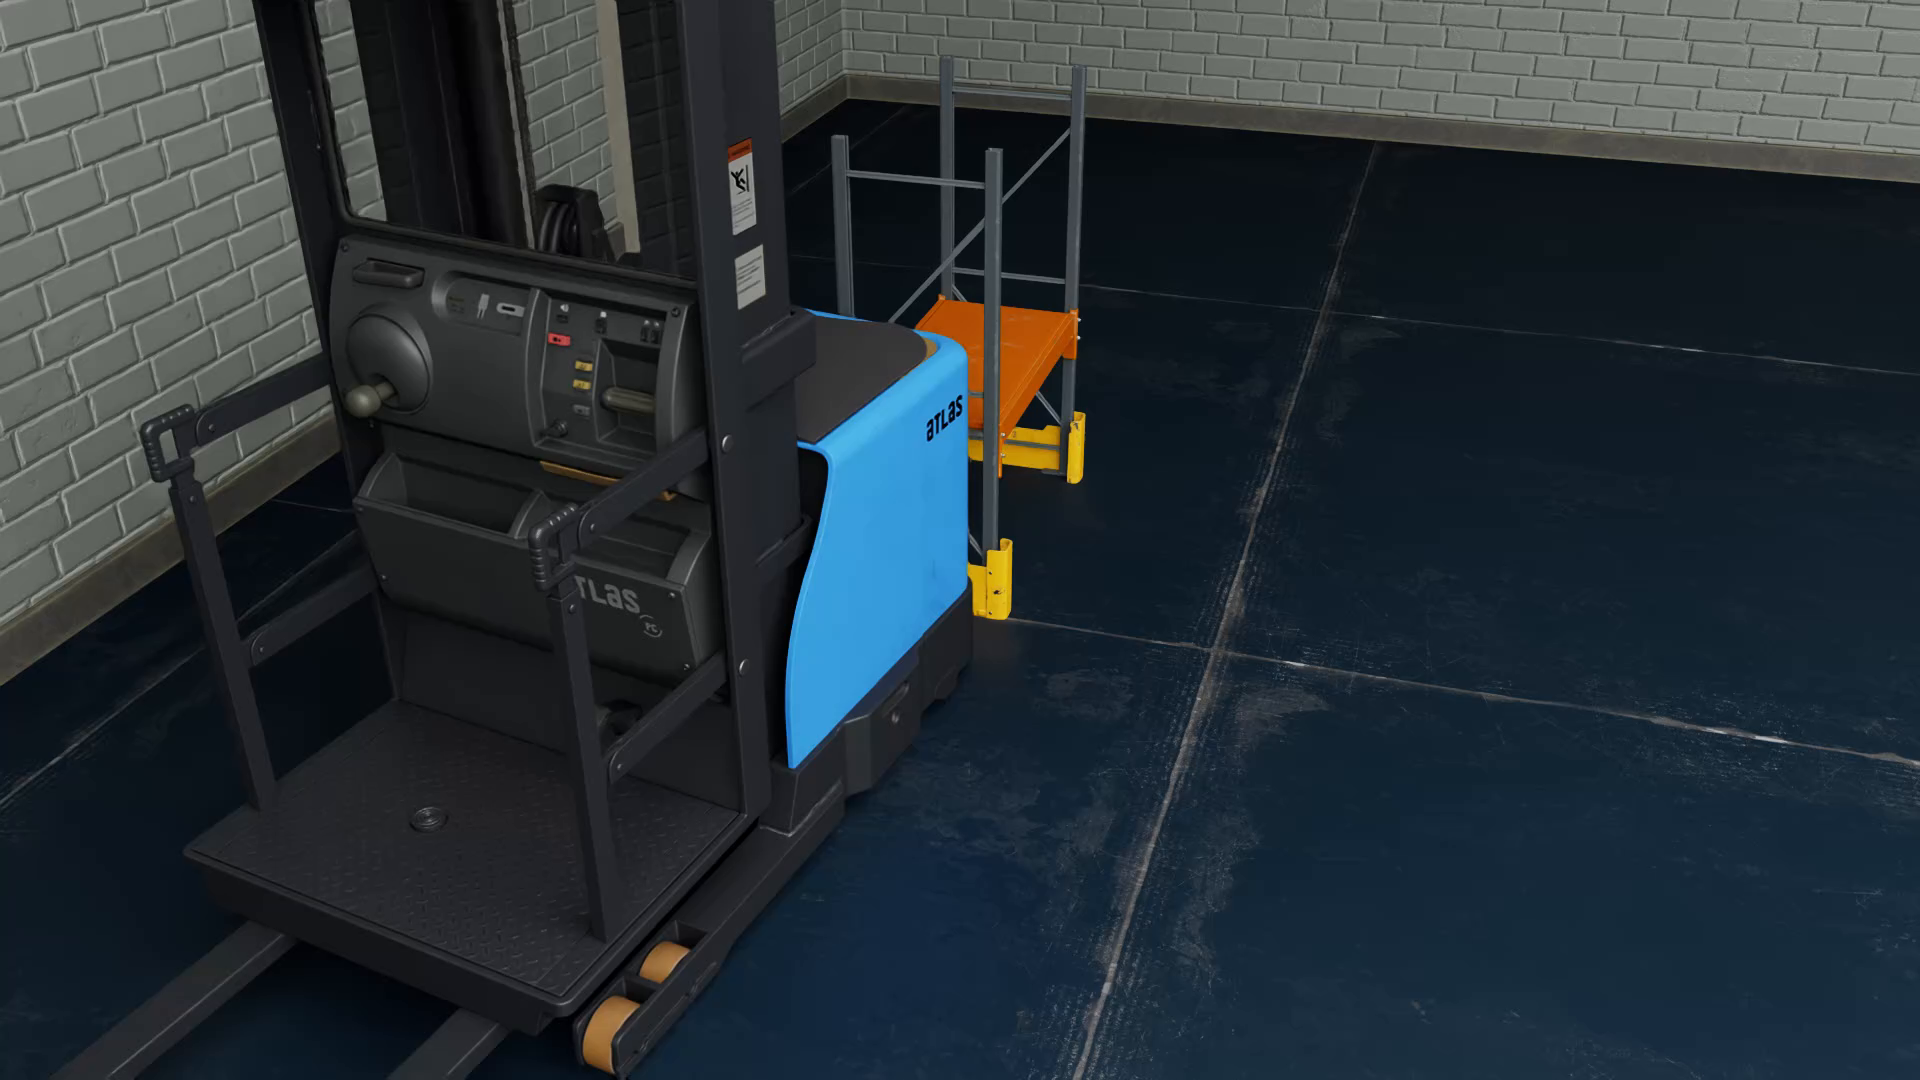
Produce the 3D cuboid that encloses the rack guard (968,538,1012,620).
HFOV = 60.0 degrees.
[{"bbox_3d":[-0.124,0.087,5.337,0.587,0.250,0.087,8,30,15],"label":"rack guard"}]

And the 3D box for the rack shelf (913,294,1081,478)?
[{"bbox_3d":[0.025,-0.538,5.544,0.538,0.185,1.000,8,30,15],"label":"rack shelf"}]

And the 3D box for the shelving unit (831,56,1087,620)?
[{"bbox_3d":[0.022,-0.691,5.449,0.587,1.500,1.083,8,30,15],"label":"shelving unit"}]

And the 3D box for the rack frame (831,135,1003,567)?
[{"bbox_3d":[-0.124,-0.459,5.032,0.500,1.500,0.032,8,30,15],"label":"rack frame"}]

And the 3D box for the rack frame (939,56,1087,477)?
[{"bbox_3d":[0.174,-0.931,5.881,0.500,1.500,0.032,8,30,15],"label":"rack frame"}]

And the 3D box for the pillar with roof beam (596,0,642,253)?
[{"bbox_3d":[2.611,-4.843,5.199,9.100,9.000,0.400,8,30,15],"label":"pillar with roof beam"}]

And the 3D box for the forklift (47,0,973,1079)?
[{"bbox_3d":[-1.068,-0.356,3.375,1.130,2.935,3.031,14,32,23],"label":"forklift"}]

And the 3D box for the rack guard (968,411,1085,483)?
[{"bbox_3d":[0.169,-0.376,6.169,0.587,0.250,0.087,8,30,15],"label":"rack guard"}]
